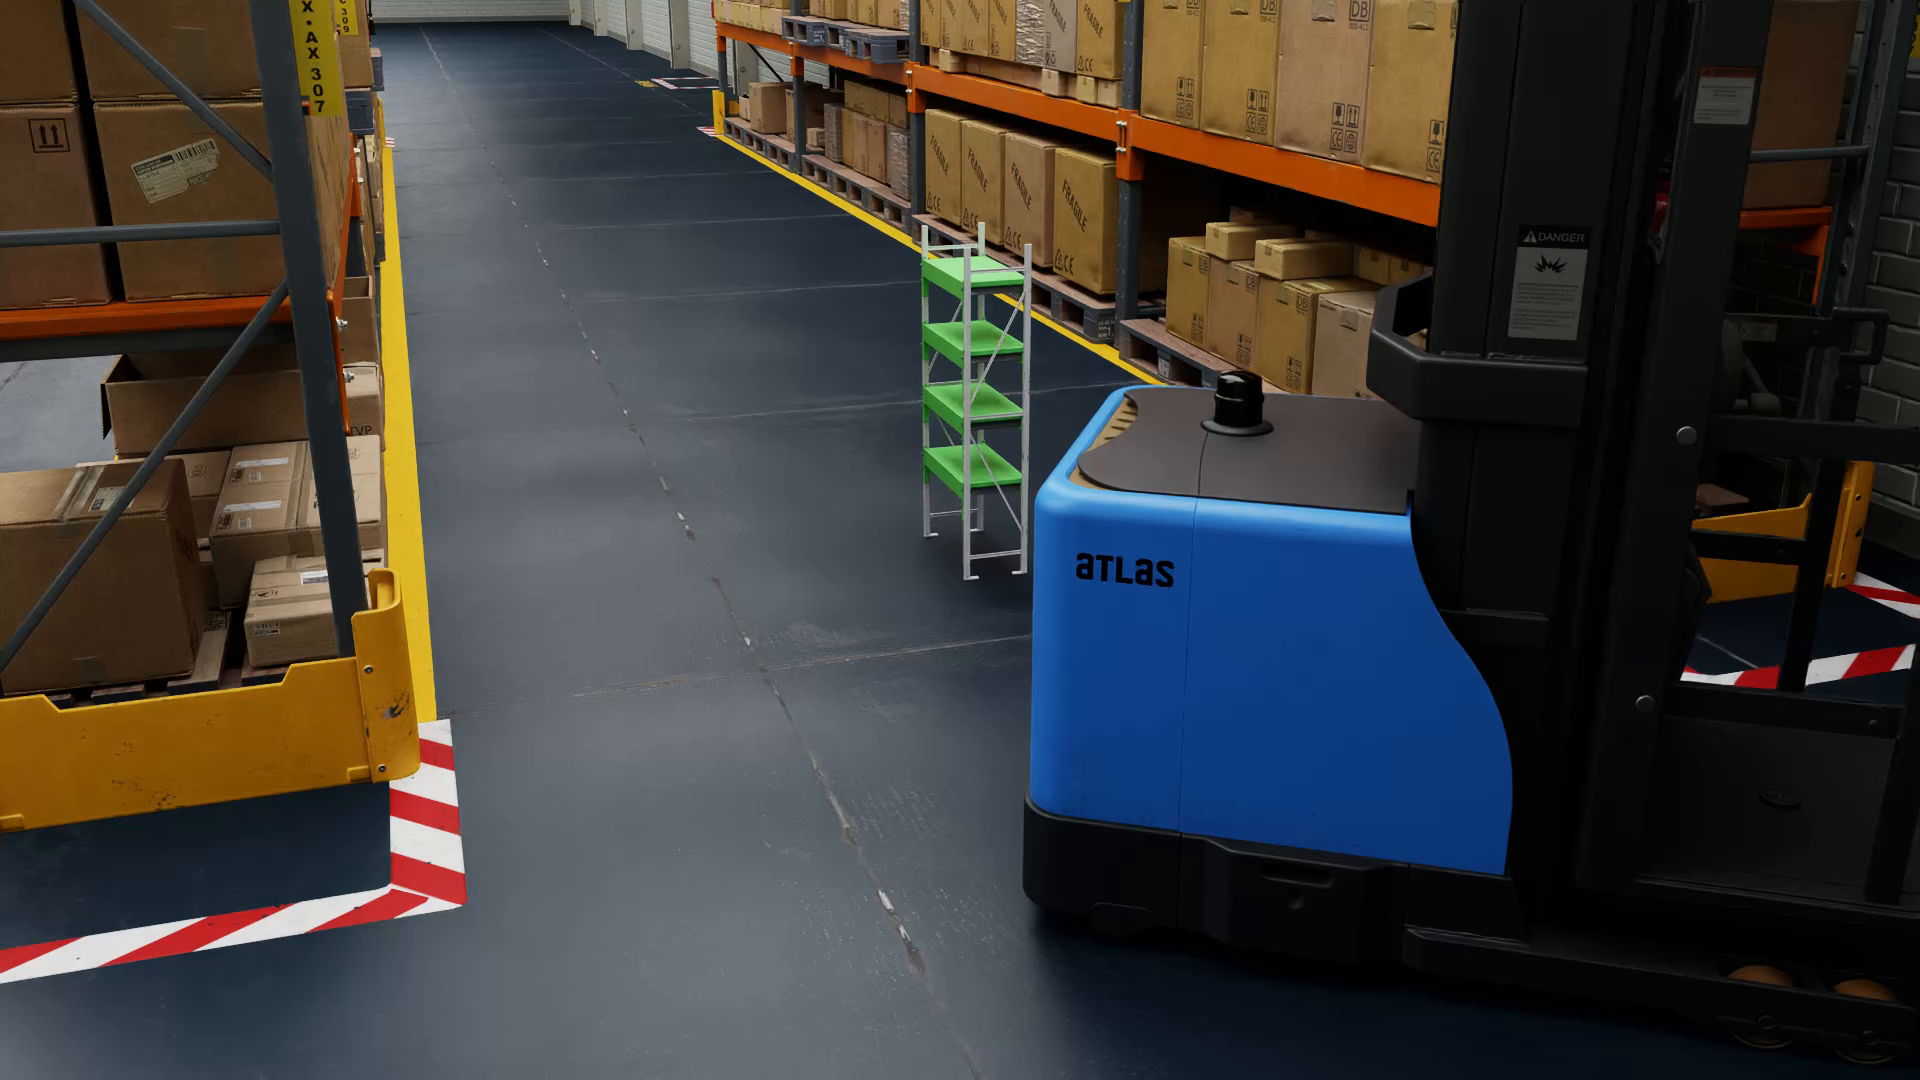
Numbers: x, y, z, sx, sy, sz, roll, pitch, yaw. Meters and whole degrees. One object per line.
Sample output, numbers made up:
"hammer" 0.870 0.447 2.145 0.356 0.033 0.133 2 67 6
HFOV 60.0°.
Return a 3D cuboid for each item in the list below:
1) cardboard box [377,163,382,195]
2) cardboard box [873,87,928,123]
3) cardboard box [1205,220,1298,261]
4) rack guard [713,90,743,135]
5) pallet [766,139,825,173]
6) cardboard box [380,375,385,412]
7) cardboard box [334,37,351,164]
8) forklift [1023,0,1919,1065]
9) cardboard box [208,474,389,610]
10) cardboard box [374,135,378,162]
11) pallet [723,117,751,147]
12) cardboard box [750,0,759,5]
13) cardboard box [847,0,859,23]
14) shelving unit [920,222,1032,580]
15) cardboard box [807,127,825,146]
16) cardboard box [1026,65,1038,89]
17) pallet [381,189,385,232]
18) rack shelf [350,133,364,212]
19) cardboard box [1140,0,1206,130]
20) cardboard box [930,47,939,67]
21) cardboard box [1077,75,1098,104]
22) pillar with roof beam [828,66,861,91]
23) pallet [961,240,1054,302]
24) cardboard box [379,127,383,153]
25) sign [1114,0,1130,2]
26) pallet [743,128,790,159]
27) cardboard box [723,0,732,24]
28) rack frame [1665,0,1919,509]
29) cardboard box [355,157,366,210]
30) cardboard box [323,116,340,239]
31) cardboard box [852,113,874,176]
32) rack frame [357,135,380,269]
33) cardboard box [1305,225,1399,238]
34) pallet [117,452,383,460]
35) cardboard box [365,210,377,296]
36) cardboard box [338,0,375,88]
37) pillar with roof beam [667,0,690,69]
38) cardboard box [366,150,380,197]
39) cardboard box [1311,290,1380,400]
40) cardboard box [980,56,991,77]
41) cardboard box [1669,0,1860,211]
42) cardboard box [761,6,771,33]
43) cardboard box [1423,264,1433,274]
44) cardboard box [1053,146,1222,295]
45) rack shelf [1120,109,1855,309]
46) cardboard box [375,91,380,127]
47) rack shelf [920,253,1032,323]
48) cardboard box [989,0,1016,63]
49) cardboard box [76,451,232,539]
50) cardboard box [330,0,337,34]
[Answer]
"cardboard box" -4.966 -2.889 13.468 0.500 0.250 0.500 -6 21 -16
"cardboard box" -0.451 -3.784 14.453 0.500 0.250 0.500 -6 21 -17
"cardboard box" 1.440 -1.484 8.228 0.380 0.149 0.250 -6 21 -15
"rack guard" -2.380 -5.188 20.120 1.175 0.500 0.348 -6 21 -17
"pallet" -1.392 -4.004 17.253 1.003 0.211 1.213 -6 21 -17
"cardboard box" -2.711 -0.609 7.241 0.380 0.149 0.250 -6 21 -17
"cardboard box" -2.770 -1.759 6.728 0.500 0.500 0.500 -6 21 -16
"forklift" 1.724 -0.502 3.478 3.031 2.935 1.130 5 20 14
"cardboard box" -2.135 -0.005 5.409 0.500 0.250 0.500 -6 21 -17
"cardboard box" -5.125 -3.319 13.836 0.500 0.311 0.500 -6 21 -17
"pallet" -2.158 -4.787 19.433 1.003 0.211 1.213 -6 21 -17
"cardboard box" -1.899 -5.838 17.315 0.500 0.500 0.500 -7 21 -19
"cardboard box" -0.614 -4.804 14.555 0.700 0.500 0.500 -4 20 -10
"shelving unit" 0.052 -0.512 6.066 0.258 1.200 0.503 -6 21 -17
"cardboard box" -1.343 -4.147 17.065 0.380 0.166 0.250 -9 22 -24
"cardboard box" 0.635 -2.920 10.450 0.380 0.149 0.250 -7 21 -19
"pallet" -5.193 -2.641 13.456 1.003 0.211 1.213 -6 21 -17
"rack shelf" -3.962 -2.313 9.484 1.077 0.370 4.000 -6 21 -17
"cardboard box" 1.523 -2.503 8.504 0.980 0.700 0.700 -6 21 -16
"cardboard box" -0.006 -3.582 12.295 0.380 0.149 0.250 -7 21 -18
"cardboard box" 0.891 -2.586 9.520 0.380 0.149 0.250 -6 21 -16
"pillar with roof beam" -5.450 -8.622 17.108 9.100 9.000 0.400 -6 21 -17
"pallet" 0.666 -1.857 11.275 1.003 0.211 1.213 -6 21 -17
"cardboard box" -6.011 -3.984 16.517 0.500 0.250 0.500 -6 21 -17
"sign" 0.856 -2.985 8.693 0.100 0.325 0.005 -6 21 -17
"pallet" -1.779 -4.397 18.345 1.003 0.211 1.213 -6 21 -17
"cardboard box" -2.375 -5.972 18.798 0.500 0.250 0.500 -7 21 -19
"rack frame" 2.625 -1.254 5.471 1.000 3.000 0.127 -6 21 -17
"cardboard box" -3.727 -2.057 9.643 0.500 0.250 0.500 -7 21 -18
"cardboard box" -2.133 -1.109 4.919 0.500 0.500 0.500 -7 21 -18
"cardboard box" -0.568 -3.573 14.973 0.700 0.500 0.500 -6 21 -17
"rack frame" -4.591 -3.294 11.149 1.000 3.000 0.127 -6 21 -17
"cardboard box" 1.899 -1.428 8.071 0.380 0.149 0.250 -7 21 -19
"pallet" -3.119 -0.477 7.433 1.003 0.211 1.213 -6 21 -17
"cardboard box" -3.741 -1.715 9.802 0.500 0.500 0.500 -7 21 -19
"cardboard box" -3.270 -2.431 7.977 0.700 0.500 0.500 -15 24 -35
"pillar with roof beam" -9.221 -12.473 27.830 9.100 9.000 0.400 -6 21 -17
"cardboard box" -4.477 -2.661 12.003 0.500 0.311 0.500 -6 21 -15
"cardboard box" 1.994 -0.811 7.314 0.700 0.500 0.500 -7 21 -19
"cardboard box" 0.354 -3.256 11.387 0.380 0.149 0.250 -6 21 -16
"cardboard box" 2.455 -1.558 5.873 0.980 0.700 0.700 -5 20 -15
"cardboard box" -1.732 -5.324 16.995 0.500 0.250 0.500 -6 21 -17
"cardboard box" 2.220 -1.100 7.159 0.380 0.149 0.250 -6 21 -16
"cardboard box" 1.040 -1.918 9.879 0.750 0.750 0.750 -6 21 -17
"rack shelf" 1.996 -1.557 7.379 1.077 0.370 4.000 -6 21 -17
"cardboard box" -6.011 -4.337 16.391 0.500 0.500 0.500 -6 21 -17
"rack shelf" 0.052 -0.903 5.925 0.258 0.148 0.480 -6 21 -17
"cardboard box" 0.502 -3.340 10.661 0.500 0.500 0.500 -6 21 -16
"cardboard box" -2.751 -0.096 5.663 0.500 0.250 0.500 -6 21 -17
"cardboard box" -2.929 -2.393 7.015 0.500 0.500 0.500 -6 21 -17
